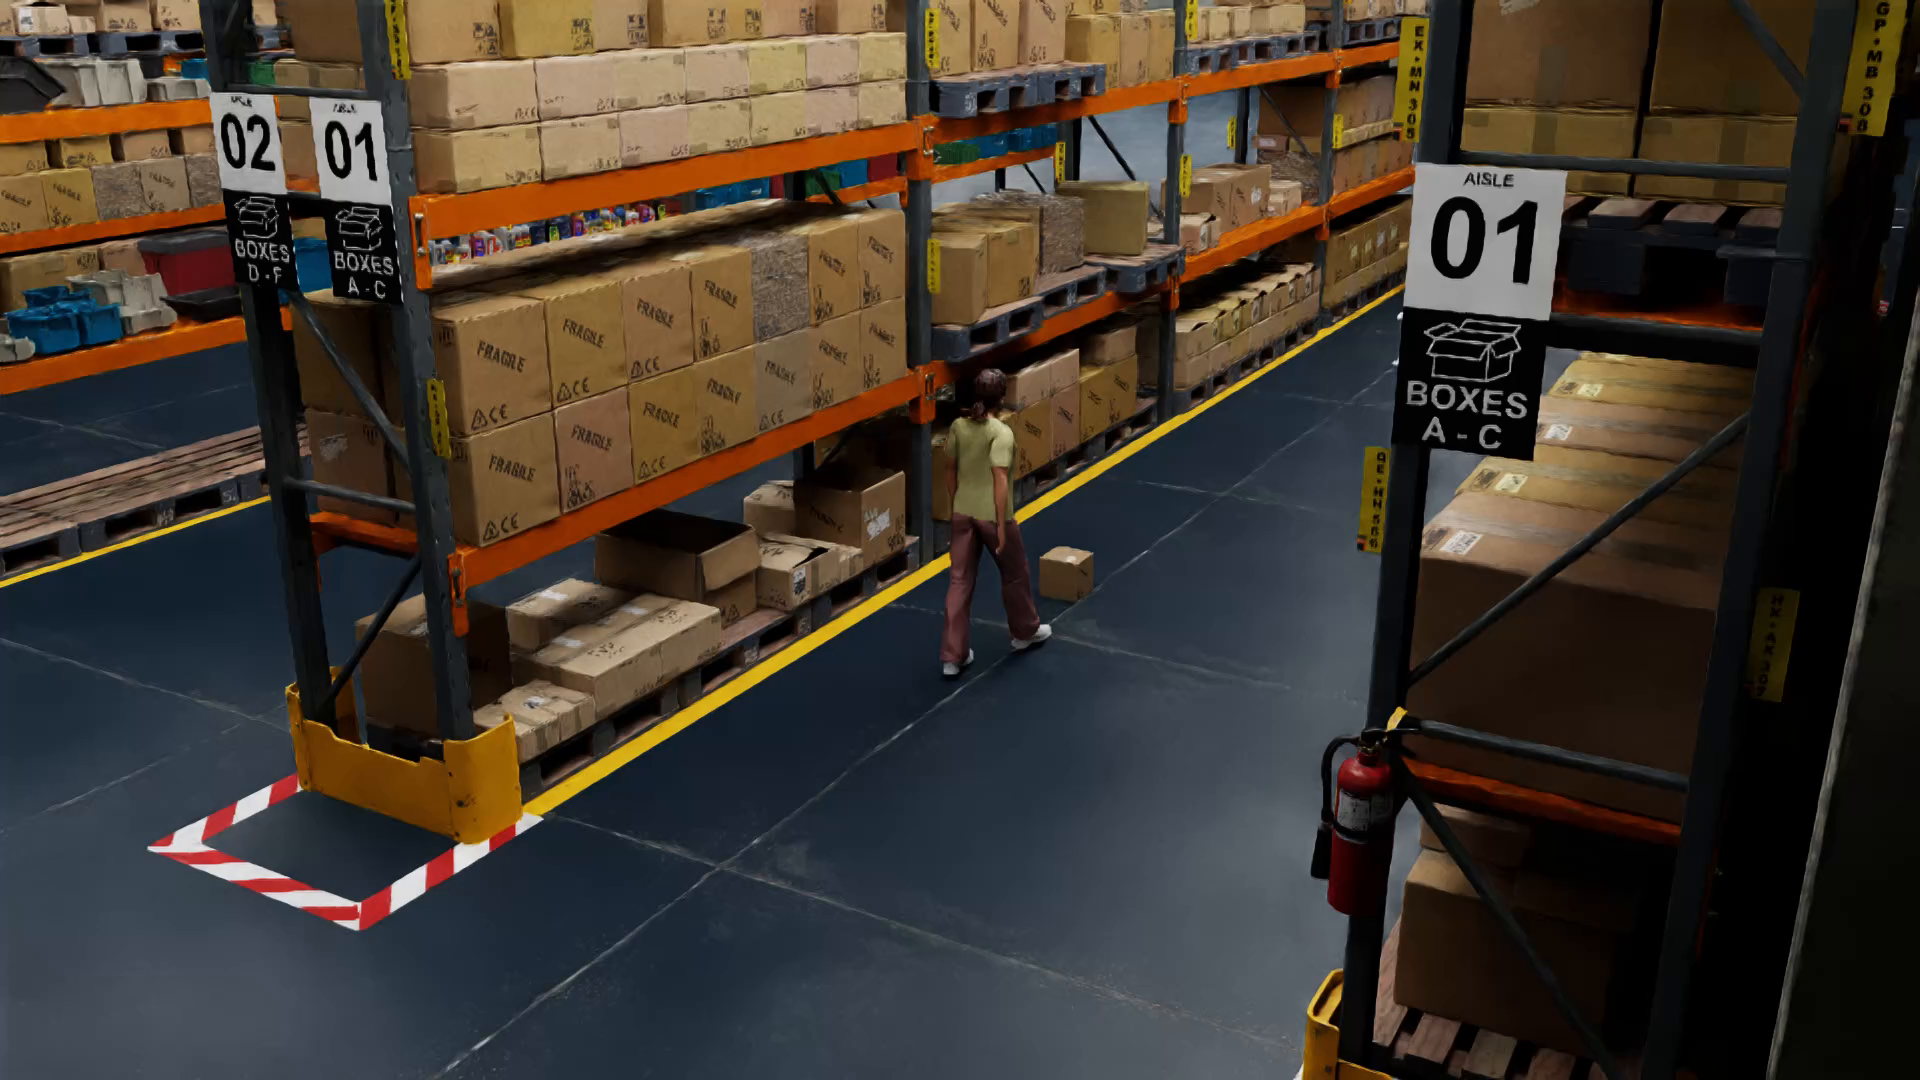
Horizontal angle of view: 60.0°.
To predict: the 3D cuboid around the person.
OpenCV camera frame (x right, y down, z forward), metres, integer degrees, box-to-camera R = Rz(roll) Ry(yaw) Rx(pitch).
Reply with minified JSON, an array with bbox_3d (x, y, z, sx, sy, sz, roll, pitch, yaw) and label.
[{"bbox_3d":[0.154,-0.142,9.068,0.463,1.636,0.812,12,23,31],"label":"person"}]
